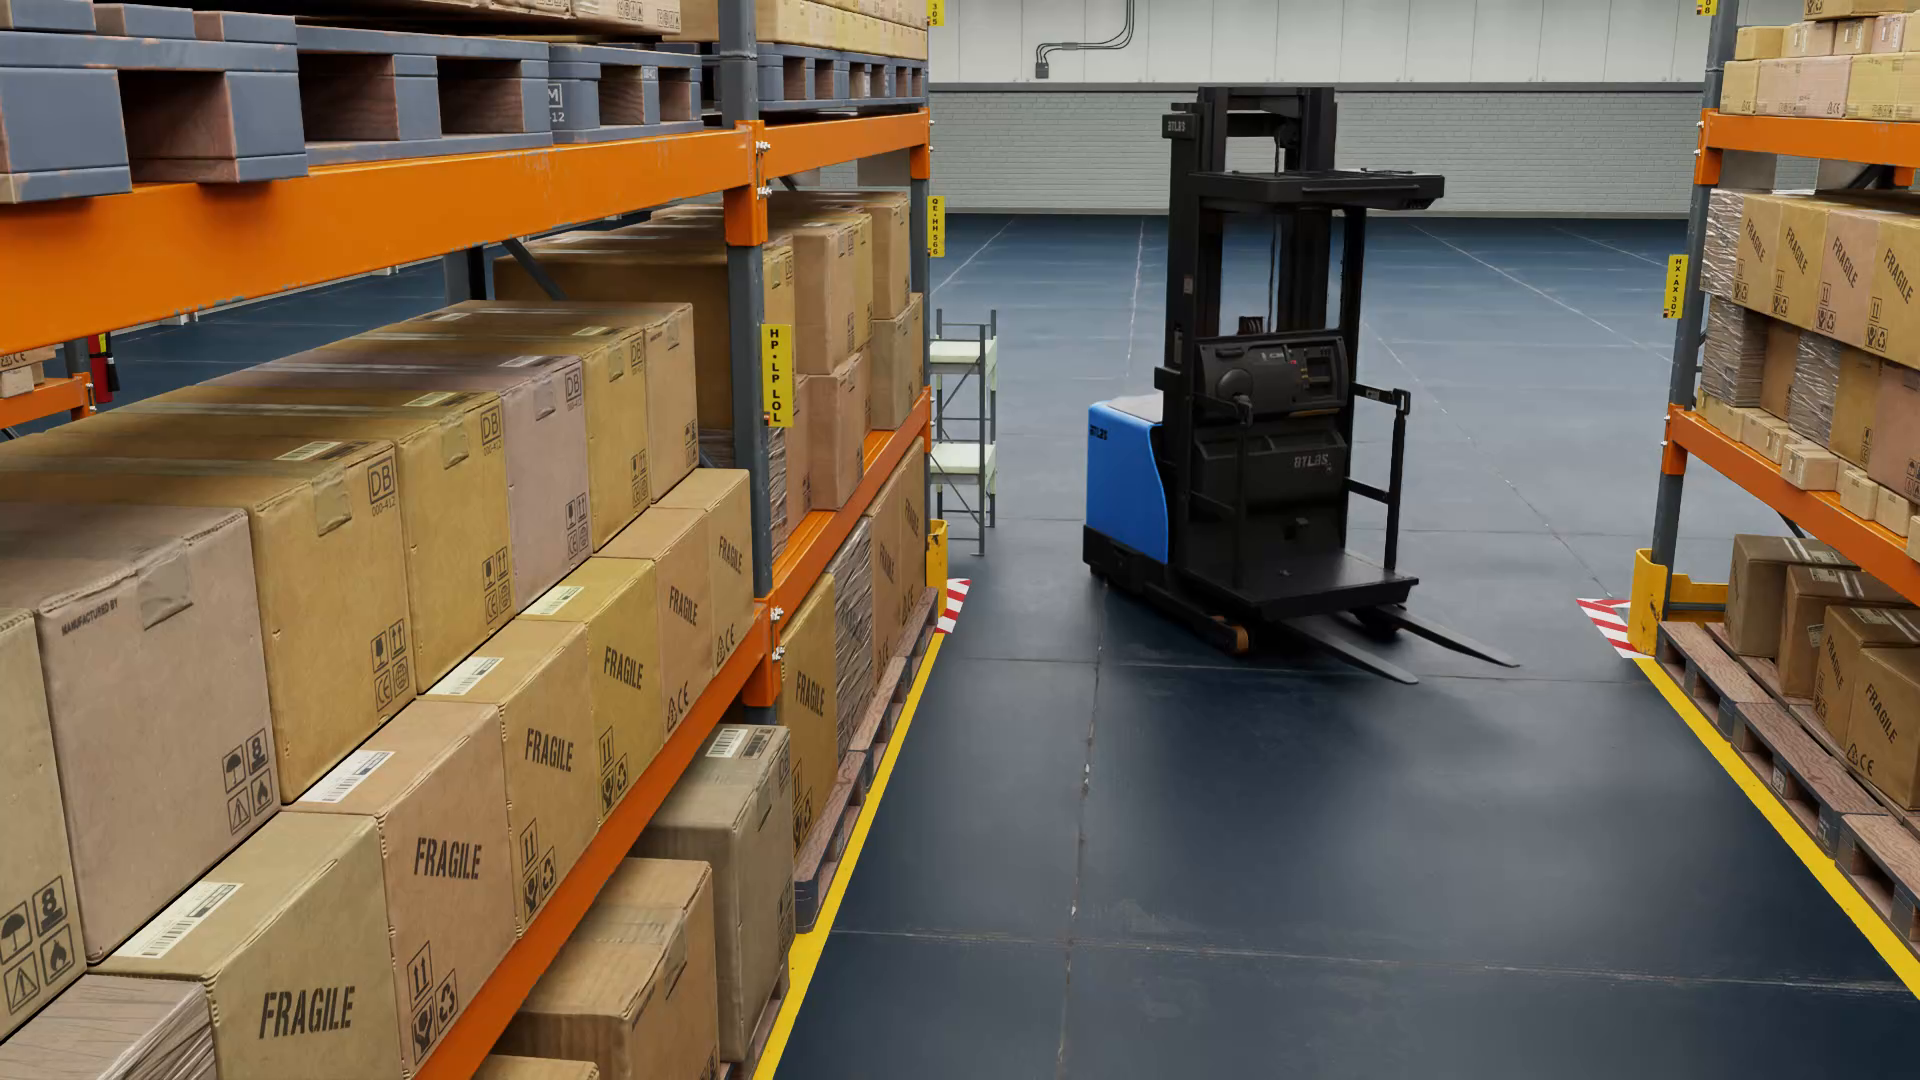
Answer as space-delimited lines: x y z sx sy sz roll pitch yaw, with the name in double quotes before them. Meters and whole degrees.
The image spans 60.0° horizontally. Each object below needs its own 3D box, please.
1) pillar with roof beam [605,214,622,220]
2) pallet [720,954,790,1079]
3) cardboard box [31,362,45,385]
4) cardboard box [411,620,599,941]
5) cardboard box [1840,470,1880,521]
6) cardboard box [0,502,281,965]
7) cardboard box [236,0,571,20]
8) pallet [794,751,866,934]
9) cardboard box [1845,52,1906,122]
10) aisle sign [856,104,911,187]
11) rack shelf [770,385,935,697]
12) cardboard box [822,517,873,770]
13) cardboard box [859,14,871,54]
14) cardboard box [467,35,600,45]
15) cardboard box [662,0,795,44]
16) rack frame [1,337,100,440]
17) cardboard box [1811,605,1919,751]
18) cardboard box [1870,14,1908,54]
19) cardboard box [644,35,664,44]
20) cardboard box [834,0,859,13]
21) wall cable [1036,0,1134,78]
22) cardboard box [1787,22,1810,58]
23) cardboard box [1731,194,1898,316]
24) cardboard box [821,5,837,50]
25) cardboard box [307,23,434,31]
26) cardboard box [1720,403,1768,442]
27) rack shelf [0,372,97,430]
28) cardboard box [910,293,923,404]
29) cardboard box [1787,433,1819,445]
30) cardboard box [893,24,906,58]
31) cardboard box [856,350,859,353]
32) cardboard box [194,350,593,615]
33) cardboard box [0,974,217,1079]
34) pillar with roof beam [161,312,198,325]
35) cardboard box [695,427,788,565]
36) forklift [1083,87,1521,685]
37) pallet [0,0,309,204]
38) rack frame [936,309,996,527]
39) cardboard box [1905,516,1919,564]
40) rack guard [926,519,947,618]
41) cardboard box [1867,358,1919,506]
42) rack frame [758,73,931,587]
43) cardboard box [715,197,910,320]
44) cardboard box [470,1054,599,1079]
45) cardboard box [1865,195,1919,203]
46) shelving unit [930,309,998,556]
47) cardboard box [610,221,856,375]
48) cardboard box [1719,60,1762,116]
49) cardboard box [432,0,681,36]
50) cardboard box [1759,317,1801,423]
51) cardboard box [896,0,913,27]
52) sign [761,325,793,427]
"pillar with roof beam" -3.845 -11.710 37.230 9.100 9.000 0.400 2 15 6
"pallet" -1.135 1.536 5.076 1.003 0.211 1.213 2 15 6
"cardboard box" -5.431 -0.945 9.390 0.380 0.149 0.250 2 15 8
"cardboard box" -1.085 0.477 3.461 0.500 0.500 0.500 2 15 6
"cardboard box" 3.711 -0.172 6.531 0.380 0.149 0.250 2 15 6
"cardboard box" -1.457 0.247 2.395 0.700 0.500 0.500 1 15 5
"cardboard box" -1.102 -1.207 3.308 0.500 0.311 0.500 1 15 4
"pallet" -0.959 1.139 6.545 1.003 0.211 1.213 2 15 6
"cardboard box" 3.769 -1.738 6.384 0.500 0.250 0.500 2 15 8
"aisle sign" -0.365 -2.314 8.993 0.394 0.787 0.004 2 15 6
"rack shelf" -0.897 -0.184 7.473 1.077 0.370 4.000 2 15 6
"cardboard box" -0.884 0.416 7.144 0.875 0.875 0.875 2 15 7
"cardboard box" -0.572 -2.069 6.805 0.380 0.149 0.250 2 15 7
"cardboard box" -1.399 -1.694 5.418 0.380 0.149 0.250 2 15 6
"cardboard box" -0.744 -1.674 5.346 0.380 0.149 0.250 1 15 5
"rack frame" -5.601 -1.169 9.739 1.000 3.000 0.127 2 15 6
"cardboard box" 4.036 0.606 7.159 0.500 0.500 0.500 3 15 11
"cardboard box" 3.823 -1.978 6.509 0.380 0.149 0.250 2 15 6
"cardboard box" -1.314 -1.893 6.153 0.380 0.149 0.250 2 15 6
"cardboard box" -0.677 -2.163 6.388 0.500 0.250 0.500 2 15 6
"wall cable" 2.955 -13.920 38.887 2.305 6.003 0.169 2 15 6
"cardboard box" 3.852 -2.179 7.250 0.380 0.149 0.250 2 15 9
"cardboard box" 3.850 -1.288 7.501 0.500 0.500 0.500 2 15 6
"cardboard box" -0.658 -1.871 6.074 0.380 0.149 0.250 1 15 5
"cardboard box" -1.486 -1.328 4.066 0.250 0.149 0.380 2 15 6
"cardboard box" 3.886 -0.560 7.970 0.380 0.149 0.250 2 15 6
"rack shelf" -5.827 -0.303 7.915 1.077 0.370 4.000 2 15 6
"cardboard box" -0.668 -1.024 8.917 0.875 0.550 0.550 2 15 6
"cardboard box" 3.842 -0.365 7.246 0.380 0.149 0.250 2 15 6
"cardboard box" -0.458 -2.334 7.784 0.380 0.149 0.250 2 15 7
"cardboard box" -0.915 -0.601 7.351 0.875 0.550 0.500 2 15 6
"cardboard box" -1.286 -0.150 3.862 0.700 0.500 0.500 2 15 7
"cardboard box" -1.255 0.869 2.012 0.500 0.500 0.500 2 15 7
"pillar with roof beam" -5.876 -7.042 19.965 9.100 9.000 0.400 2 15 6
"cardboard box" -1.093 -0.181 5.796 0.875 0.550 0.550 2 15 6
"forklift" 1.816 -0.921 8.955 1.130 2.935 3.031 -6 16 -23
"pallet" -1.554 -0.500 1.880 1.213 0.211 1.003 2 15 9
"rack frame" 0.042 -0.821 11.324 0.400 1.500 0.023 2 15 6
"cardboard box" 3.570 0.021 5.818 0.380 0.149 0.250 2 15 6
"rack guard" -0.668 0.151 9.647 1.175 0.500 0.348 2 15 6
"cardboard box" 3.954 -0.408 6.163 0.875 0.500 0.500 2 15 6
"rack frame" -0.671 -1.050 9.297 1.000 3.000 0.127 2 15 6
"cardboard box" -0.722 -1.403 8.247 0.875 0.550 0.550 2 15 6
"cardboard box" -1.320 1.526 3.276 1.050 0.750 0.750 2 15 7
"cardboard box" 4.379 -1.272 7.443 0.500 0.500 0.500 2 15 6
"shelving unit" 0.001 -0.726 10.973 0.431 1.500 0.755 2 15 6
"cardboard box" -0.903 -0.983 6.693 0.875 0.550 0.550 2 15 6
"cardboard box" 3.935 -2.136 7.854 0.500 0.250 0.500 2 15 8
"cardboard box" -1.043 -1.451 4.326 0.500 0.250 0.500 2 15 7
"cardboard box" 4.219 -0.794 7.591 0.875 0.500 0.500 2 15 6
"cardboard box" -0.506 -2.555 7.839 0.500 0.250 0.500 2 15 6
"sign" -0.582 -0.519 5.270 0.100 0.325 0.005 2 15 6
